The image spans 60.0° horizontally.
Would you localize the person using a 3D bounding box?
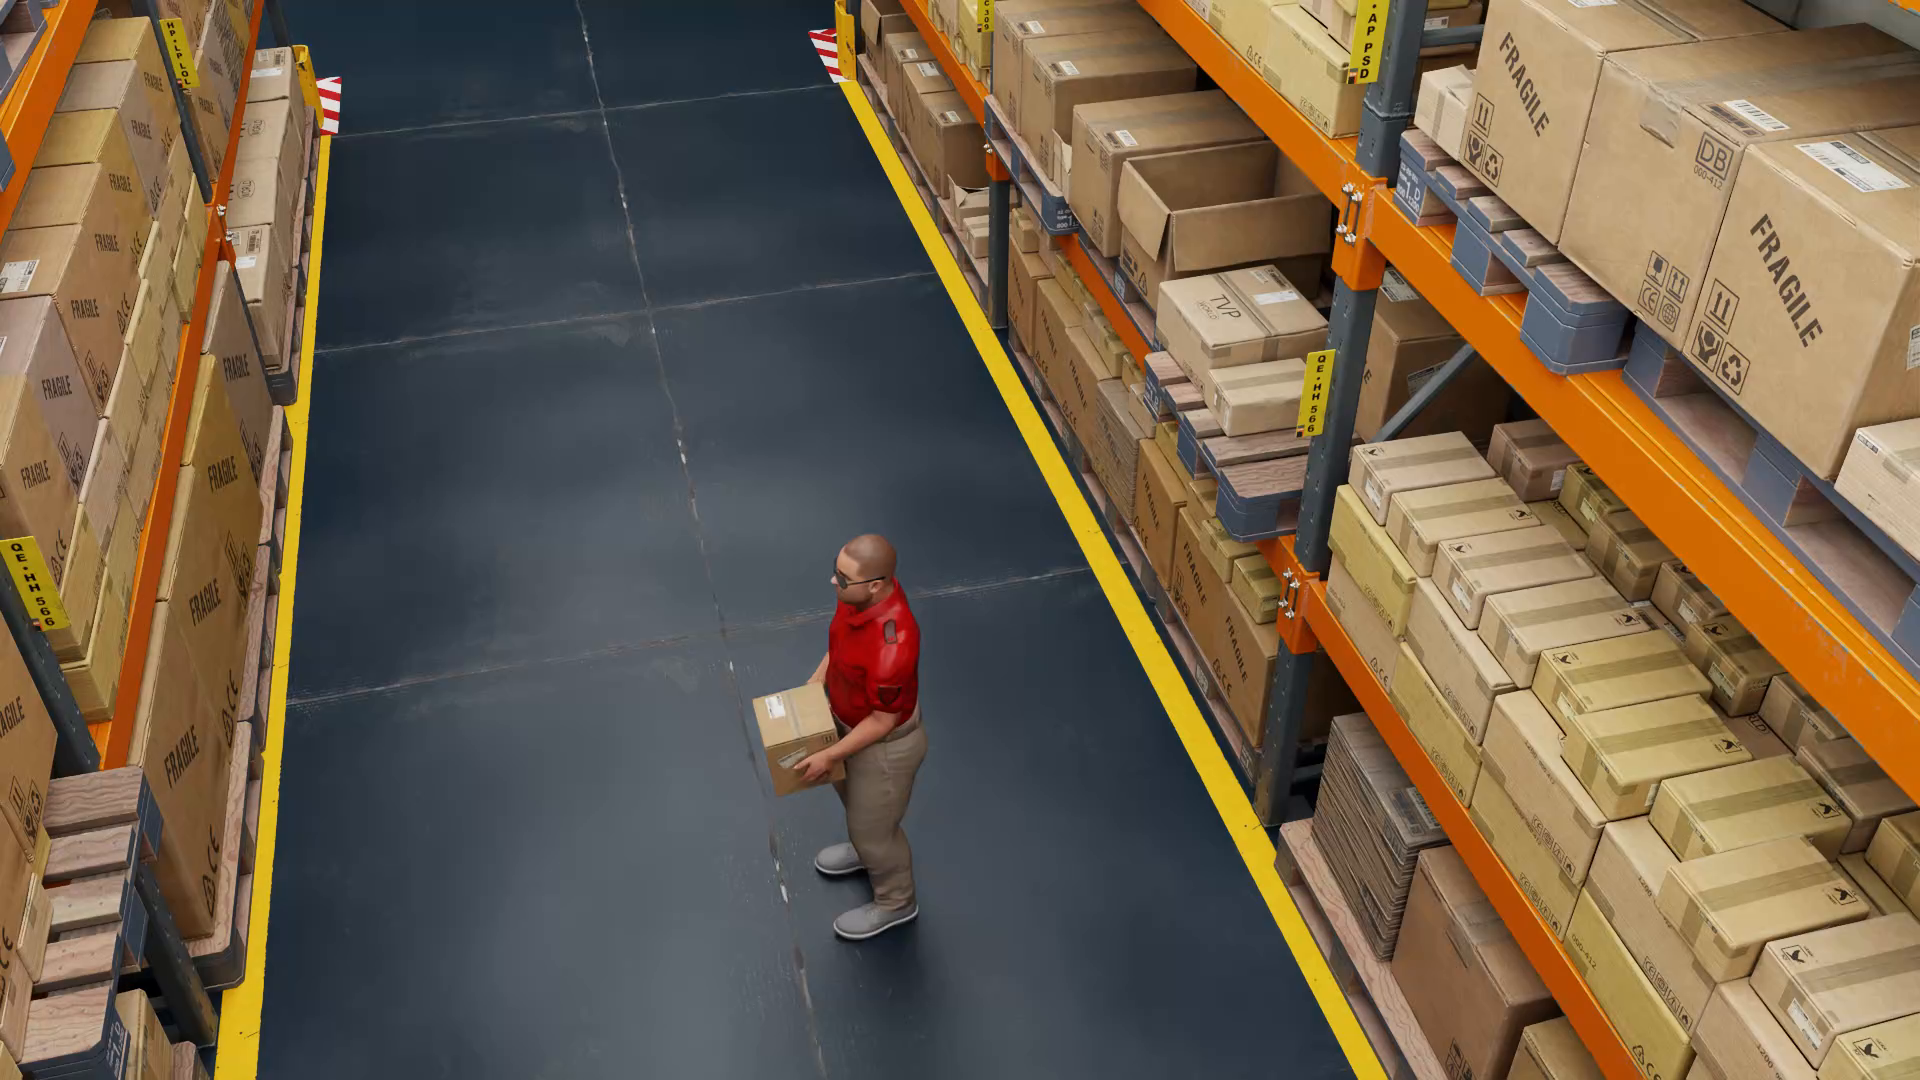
[{"bbox_3d":[-0.369,0.687,5.840,0.483,1.733,0.530,-10,39,-12],"label":"person"}]
